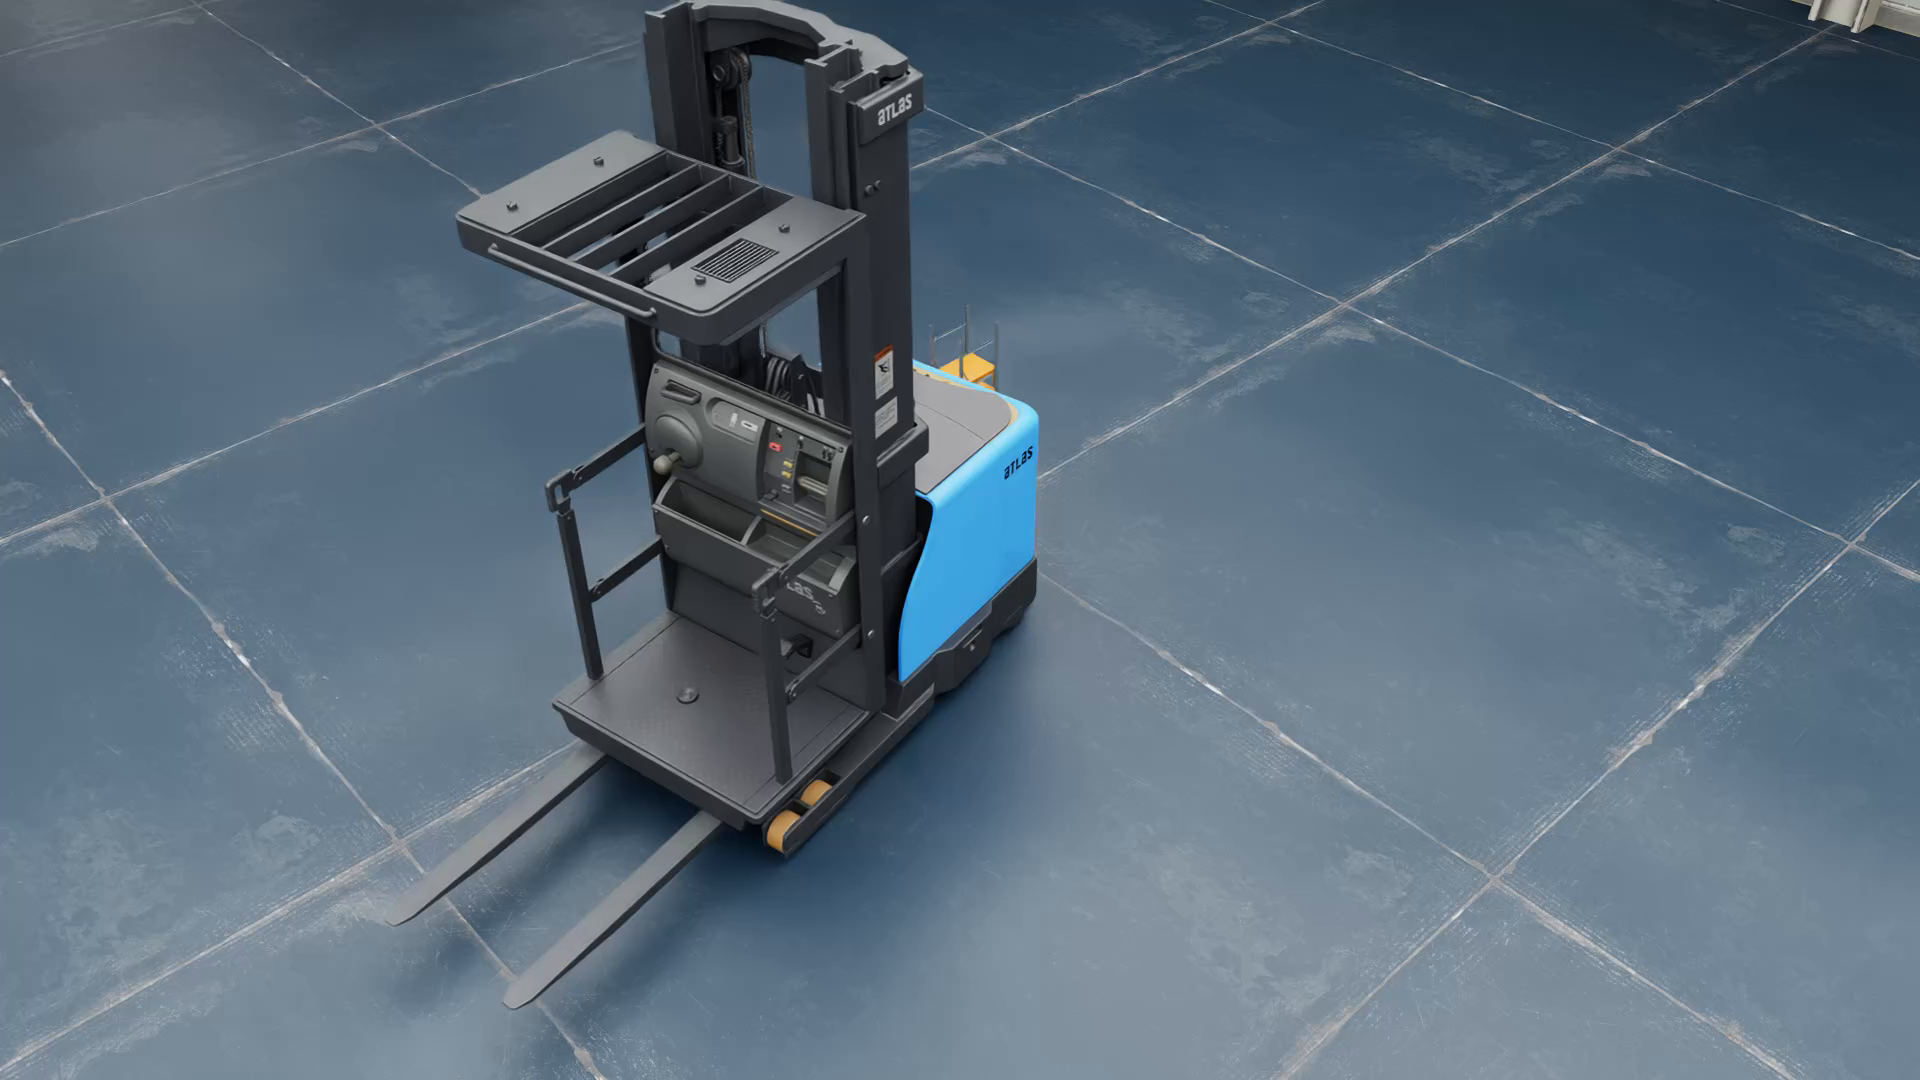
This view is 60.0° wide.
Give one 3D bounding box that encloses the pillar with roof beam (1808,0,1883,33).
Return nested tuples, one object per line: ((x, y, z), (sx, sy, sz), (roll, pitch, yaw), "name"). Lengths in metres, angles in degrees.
((3.705, -5.723, 7.882), (9.100, 9.000, 0.400), (-30, 48, -32), "pillar with roof beam")

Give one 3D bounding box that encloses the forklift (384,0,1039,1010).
((-0.914, -0.273, 5.963), (1.130, 2.935, 3.031), (24, 45, 27), "forklift")

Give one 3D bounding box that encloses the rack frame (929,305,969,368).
((-0.046, -0.514, 7.640), (0.240, 1.200, 0.006), (-32, 49, -33), "rack frame")

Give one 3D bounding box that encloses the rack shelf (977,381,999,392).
((0.019, -0.626, 7.466), (0.258, 0.103, 0.180), (-32, 49, -33), "rack shelf")

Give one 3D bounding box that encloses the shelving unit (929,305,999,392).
((0.019, -0.474, 7.589), (0.258, 1.200, 0.189), (-32, 49, -33), "shelving unit")

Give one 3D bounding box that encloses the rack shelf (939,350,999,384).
((0.019, -0.719, 7.391), (0.258, 0.103, 0.180), (-32, 49, -33), "rack shelf")

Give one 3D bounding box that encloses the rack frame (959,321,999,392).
((0.084, -0.433, 7.539), (0.240, 1.200, 0.006), (-32, 49, -33), "rack frame")
